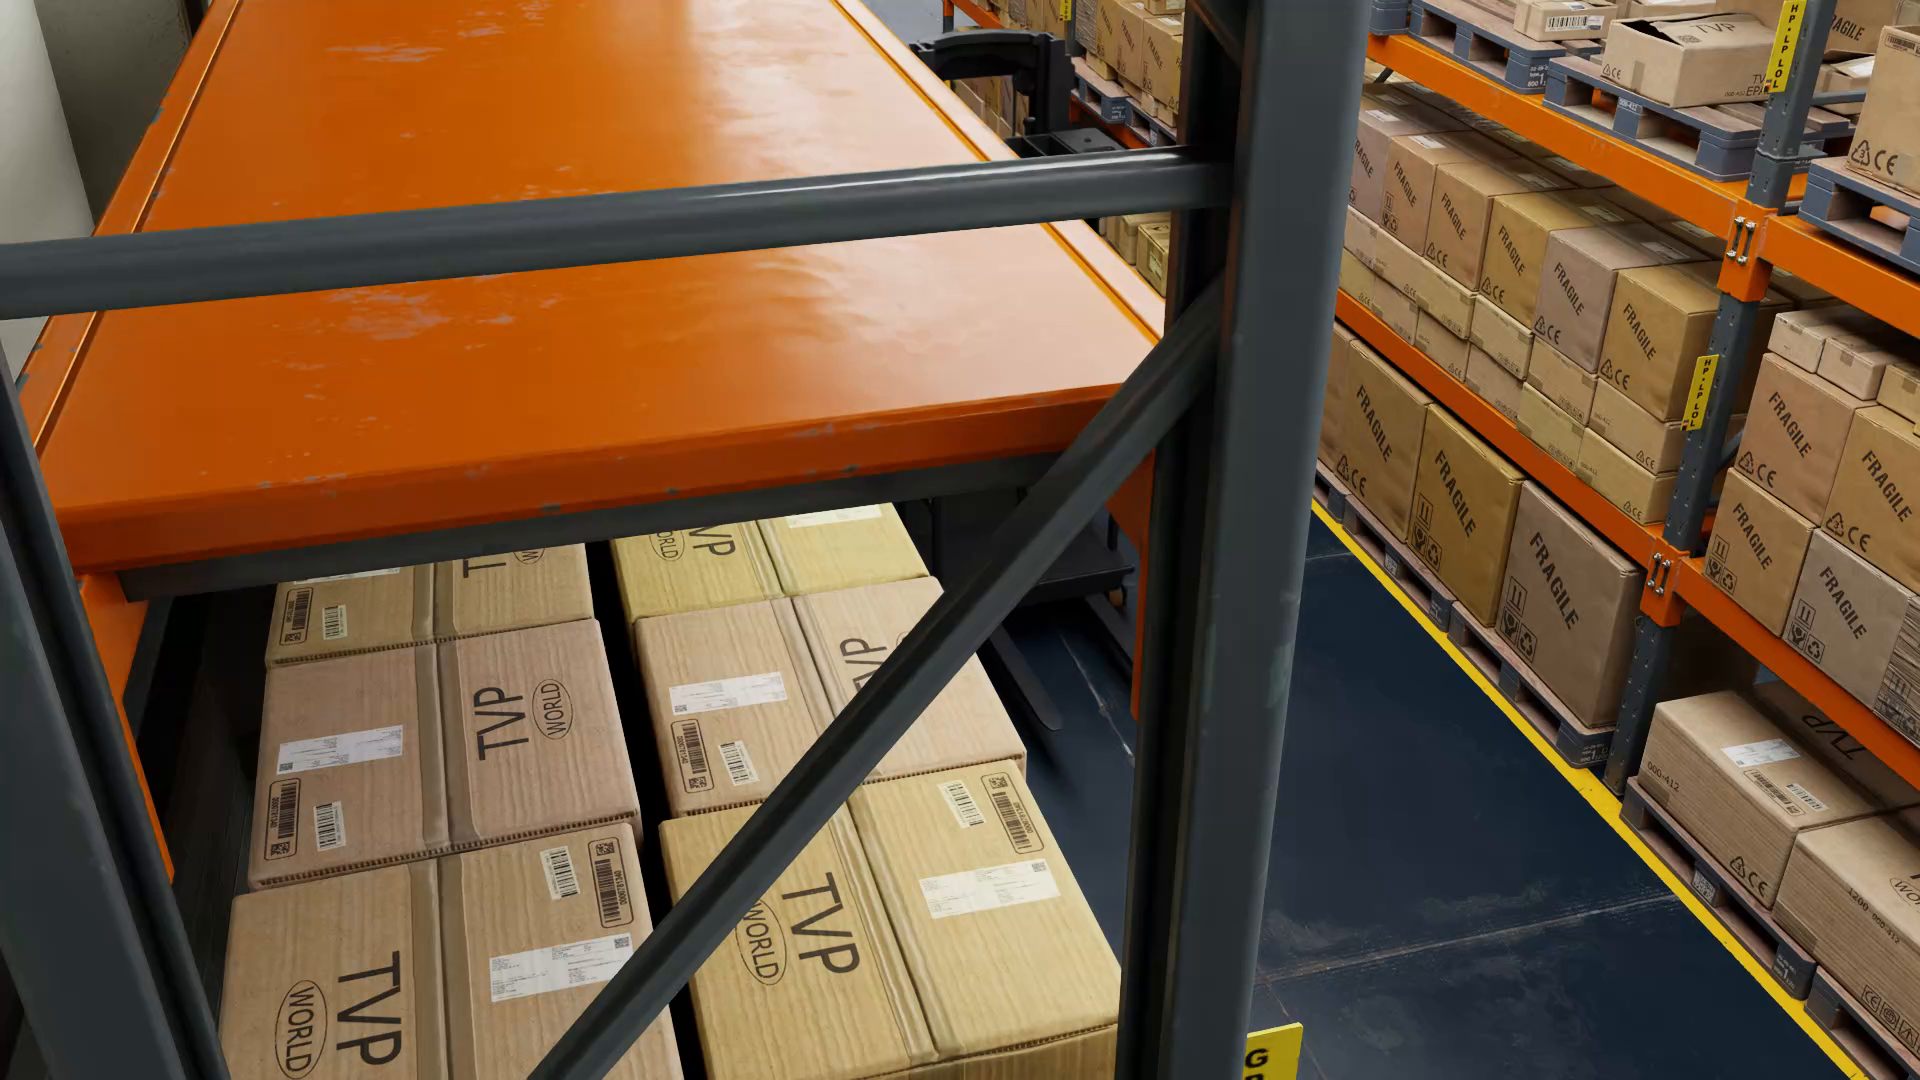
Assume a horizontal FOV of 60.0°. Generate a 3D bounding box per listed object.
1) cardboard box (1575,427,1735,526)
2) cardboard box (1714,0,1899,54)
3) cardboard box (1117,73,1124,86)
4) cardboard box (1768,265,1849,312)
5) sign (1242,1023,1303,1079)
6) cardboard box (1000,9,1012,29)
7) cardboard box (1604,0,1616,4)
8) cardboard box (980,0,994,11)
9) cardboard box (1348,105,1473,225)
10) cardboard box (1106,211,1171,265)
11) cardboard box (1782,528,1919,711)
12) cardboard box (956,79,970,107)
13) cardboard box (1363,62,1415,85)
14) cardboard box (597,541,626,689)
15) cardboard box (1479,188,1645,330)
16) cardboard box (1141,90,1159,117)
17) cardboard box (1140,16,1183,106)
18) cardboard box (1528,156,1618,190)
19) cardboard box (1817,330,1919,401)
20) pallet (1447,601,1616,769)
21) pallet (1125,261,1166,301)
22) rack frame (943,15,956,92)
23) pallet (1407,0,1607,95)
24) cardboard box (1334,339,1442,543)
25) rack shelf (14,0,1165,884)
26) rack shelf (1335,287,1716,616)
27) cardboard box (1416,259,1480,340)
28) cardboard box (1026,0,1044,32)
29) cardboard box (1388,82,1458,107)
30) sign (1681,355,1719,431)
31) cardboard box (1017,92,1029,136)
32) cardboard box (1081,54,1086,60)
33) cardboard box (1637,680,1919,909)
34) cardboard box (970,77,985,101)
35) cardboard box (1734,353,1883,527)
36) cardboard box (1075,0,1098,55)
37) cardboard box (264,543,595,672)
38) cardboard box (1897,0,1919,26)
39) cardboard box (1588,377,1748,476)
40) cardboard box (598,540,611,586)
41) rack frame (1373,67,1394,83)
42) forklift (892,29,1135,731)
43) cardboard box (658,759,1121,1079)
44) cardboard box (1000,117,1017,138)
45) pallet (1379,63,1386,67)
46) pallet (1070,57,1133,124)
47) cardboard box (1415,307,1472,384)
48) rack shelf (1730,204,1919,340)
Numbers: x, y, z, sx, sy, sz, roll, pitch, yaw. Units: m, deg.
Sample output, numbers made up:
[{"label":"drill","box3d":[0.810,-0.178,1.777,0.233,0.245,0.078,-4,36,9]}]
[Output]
[{"label":"cardboard box","box3d":[3.141,-0.319,7.457,0.500,0.250,0.500,-9,31,-14]},{"label":"cardboard box","box3d":[3.549,-2.189,7.024,0.500,0.500,0.500,-8,31,-14]},{"label":"cardboard box","box3d":[1.429,-3.581,12.773,0.380,0.149,0.250,-6,31,-10]},{"label":"cardboard box","box3d":[3.664,-0.928,7.261,0.500,0.500,0.500,-7,31,-13]},{"label":"sign","box3d":[0.303,0.644,1.777,0.100,0.325,0.005,-8,31,-13]},{"label":"cardboard box","box3d":[0.586,-4.808,15.314,0.380,0.149,0.250,-8,31,-13]},{"label":"cardboard box","box3d":[3.189,-2.844,8.155,0.500,0.500,0.500,-8,31,-13]},{"label":"cardboard box","box3d":[0.406,-5.188,15.971,0.380,0.149,0.250,-7,31,-12]},{"label":"cardboard box","box3d":[2.478,-2.100,9.286,0.500,0.500,0.500,-8,31,-13]},{"label":"cardboard box","box3d":[1.716,-2.510,13.296,0.950,0.372,0.625,-6,31,-10]},{"label":"cardboard box","box3d":[3.505,0.261,6.206,0.500,0.500,0.500,-8,31,-13]},{"label":"cardboard box","box3d":[0.266,-4.562,16.963,0.500,0.250,0.500,-8,31,-14]},{"label":"cardboard box","box3d":[2.545,-2.735,10.665,0.500,0.500,0.500,-9,31,-15]},{"label":"cardboard box","box3d":[-0.512,0.041,3.543,0.500,0.250,0.500,-8,31,-14]},{"label":"cardboard box","box3d":[2.882,-1.356,8.000,0.500,0.500,0.500,-7,31,-12]},{"label":"cardboard box","box3d":[1.541,-3.196,12.109,0.380,0.149,0.250,-7,31,-11]},{"label":"cardboard box","box3d":[1.626,-3.425,11.857,0.500,0.500,0.500,-9,31,-15]},{"label":"cardboard box","box3d":[3.228,-1.661,8.528,0.500,0.500,0.500,-8,31,-14]},{"label":"cardboard box","box3d":[3.420,-0.649,6.132,0.380,0.149,0.250,-7,31,-13]},{"label":"pallet","box3d":[3.226,0.643,8.428,1.003,0.211,1.213,-8,31,-13]},{"label":"pallet","box3d":[1.915,-1.892,12.808,1.003,0.211,1.213,-8,31,-13]},{"label":"rack frame","box3d":[0.318,-5.997,17.116,1.000,3.000,0.127,-8,31,-13]},{"label":"pallet","box3d":[2.963,-2.506,8.279,1.003,0.211,1.213,-6,31,-11]},{"label":"cardboard box","box3d":[2.778,-0.619,9.527,0.875,0.875,0.875,-7,31,-13]},{"label":"rack shelf","box3d":[-0.751,-0.857,2.969,1.077,0.370,4.000,-8,31,-13]},{"label":"rack shelf","box3d":[2.972,-0.856,8.952,1.077,0.370,4.000,-8,31,-13]},{"label":"cardboard box","box3d":[2.716,-1.268,8.597,0.500,0.250,0.500,-7,31,-12]},{"label":"cardboard box","box3d":[0.879,-4.666,14.421,0.500,0.500,0.500,-7,31,-12]},{"label":"cardboard box","box3d":[2.831,-2.394,9.794,0.500,0.500,0.500,-9,31,-15]},{"label":"sign","box3d":[2.983,-0.591,6.700,0.100,0.325,0.005,-8,31,-13]},{"label":"cardboard box","box3d":[0.827,-3.877,15.031,0.500,0.500,0.500,-7,31,-12]},{"label":"cardboard box","box3d":[1.001,-4.071,14.040,0.380,0.149,0.250,-8,31,-14]},{"label":"cardboard box","box3d":[3.566,1.043,7.091,0.875,0.438,0.875,-8,31,-14]},{"label":"cardboard box","box3d":[0.416,-4.623,16.321,0.500,0.500,0.500,-9,31,-15]},{"label":"cardboard box","box3d":[3.396,-0.415,6.375,0.500,0.500,0.500,-8,31,-13]},{"label":"cardboard box","box3d":[1.228,-4.154,13.117,0.500,0.500,0.500,-7,31,-12]},{"label":"cardboard box","box3d":[-0.891,0.138,2.877,0.500,0.250,0.500,-8,31,-13]},{"label":"cardboard box","box3d":[7.078,-3.534,11.764,0.700,0.500,0.500,-8,31,-14]},{"label":"cardboard box","box3d":[3.152,-0.533,7.328,0.500,0.250,0.500,-8,31,-13]},{"label":"cardboard box","box3d":[-0.504,-0.167,3.404,0.500,0.250,0.500,-7,31,-12]},{"label":"rack frame","box3d":[2.442,-2.133,10.441,1.000,3.000,0.127,-8,31,-13]},{"label":"forklift","box3d":[0.265,-0.957,8.478,1.130,2.935,3.031,-9,31,-16]},{"label":"cardboard box","box3d":[-0.095,0.566,2.137,0.500,0.250,0.500,-8,31,-14]},{"label":"cardboard box","box3d":[0.682,-3.809,15.661,0.500,0.250,0.500,-7,31,-13]},{"label":"pallet","box3d":[5.351,-5.121,18.387,1.003,0.211,1.213,-8,31,-13]},{"label":"pallet","box3d":[1.442,-3.594,13.156,1.003,0.211,1.213,-8,31,-13]},{"label":"cardboard box","box3d":[2.750,-1.061,8.738,0.500,0.250,0.500,-8,31,-13]},{"label":"rack shelf","box3d":[4.034,-0.222,4.863,1.077,0.370,4.000,-8,31,-13]}]
